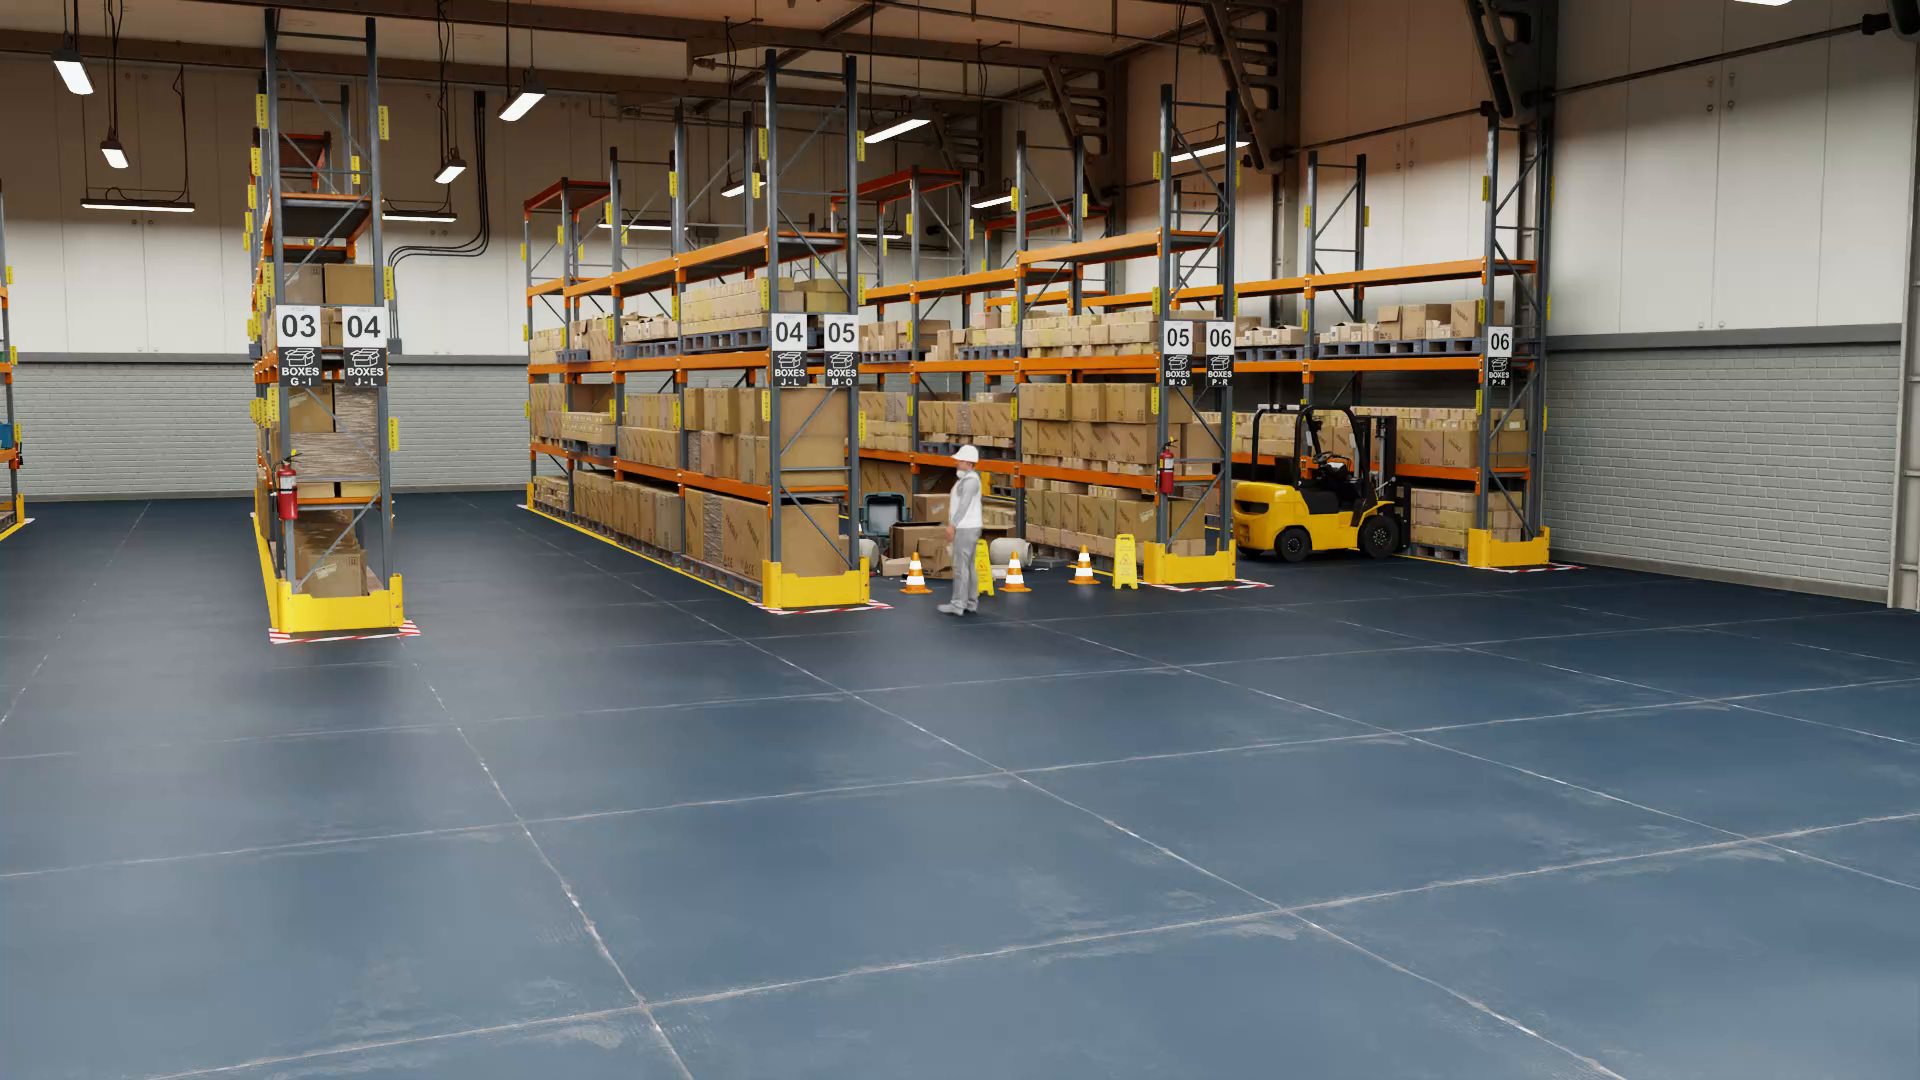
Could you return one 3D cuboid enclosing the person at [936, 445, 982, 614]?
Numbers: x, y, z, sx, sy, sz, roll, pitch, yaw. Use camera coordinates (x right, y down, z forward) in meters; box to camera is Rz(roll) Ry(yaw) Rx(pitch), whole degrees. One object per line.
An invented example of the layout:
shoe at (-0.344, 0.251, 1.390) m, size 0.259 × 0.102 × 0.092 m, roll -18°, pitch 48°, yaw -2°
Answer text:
person at (-0.005, -0.113, 17.627) m, size 0.486 × 1.771 × 0.583 m, roll 0°, pitch 5°, yaw 2°
